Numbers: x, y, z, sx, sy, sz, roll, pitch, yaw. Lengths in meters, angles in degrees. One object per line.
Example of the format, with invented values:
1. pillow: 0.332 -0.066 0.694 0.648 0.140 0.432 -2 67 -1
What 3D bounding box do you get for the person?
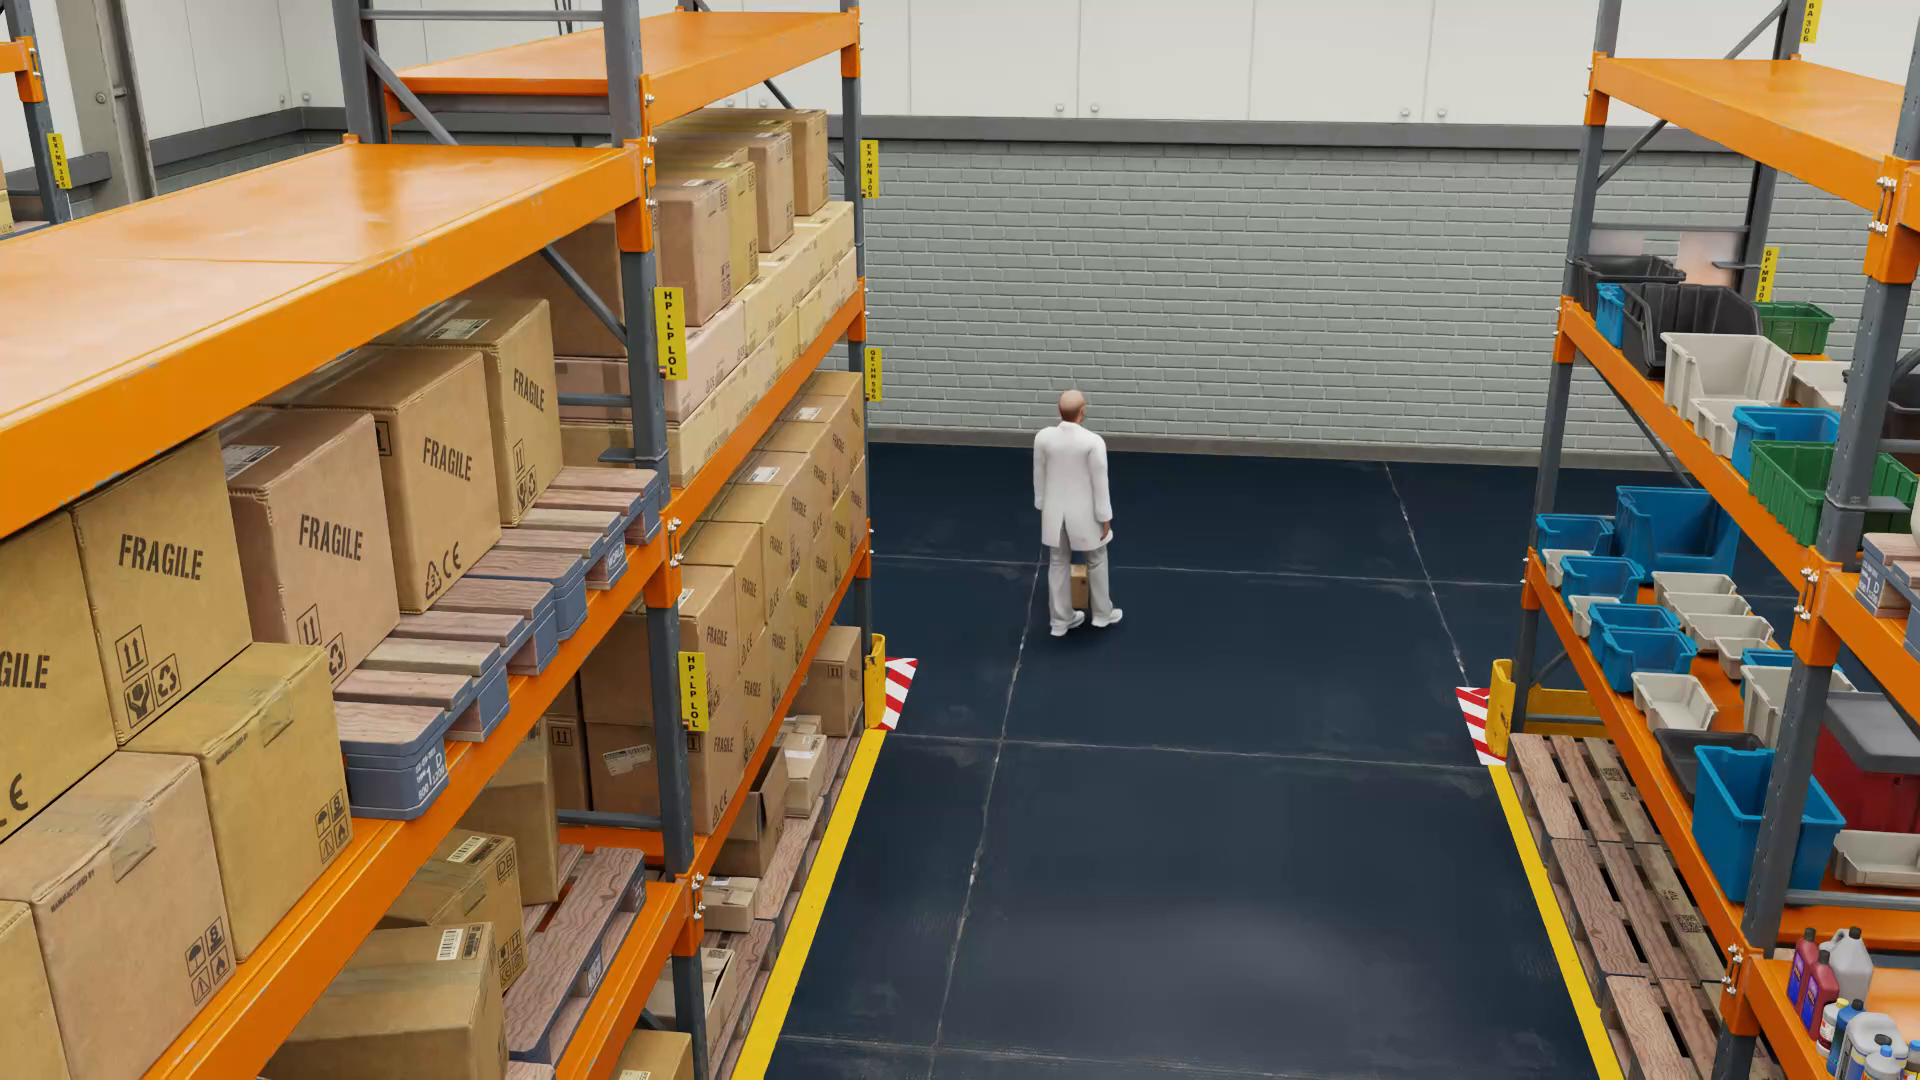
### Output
1. person: 0.839 -0.226 11.680 0.593 1.785 0.604 9 23 22
